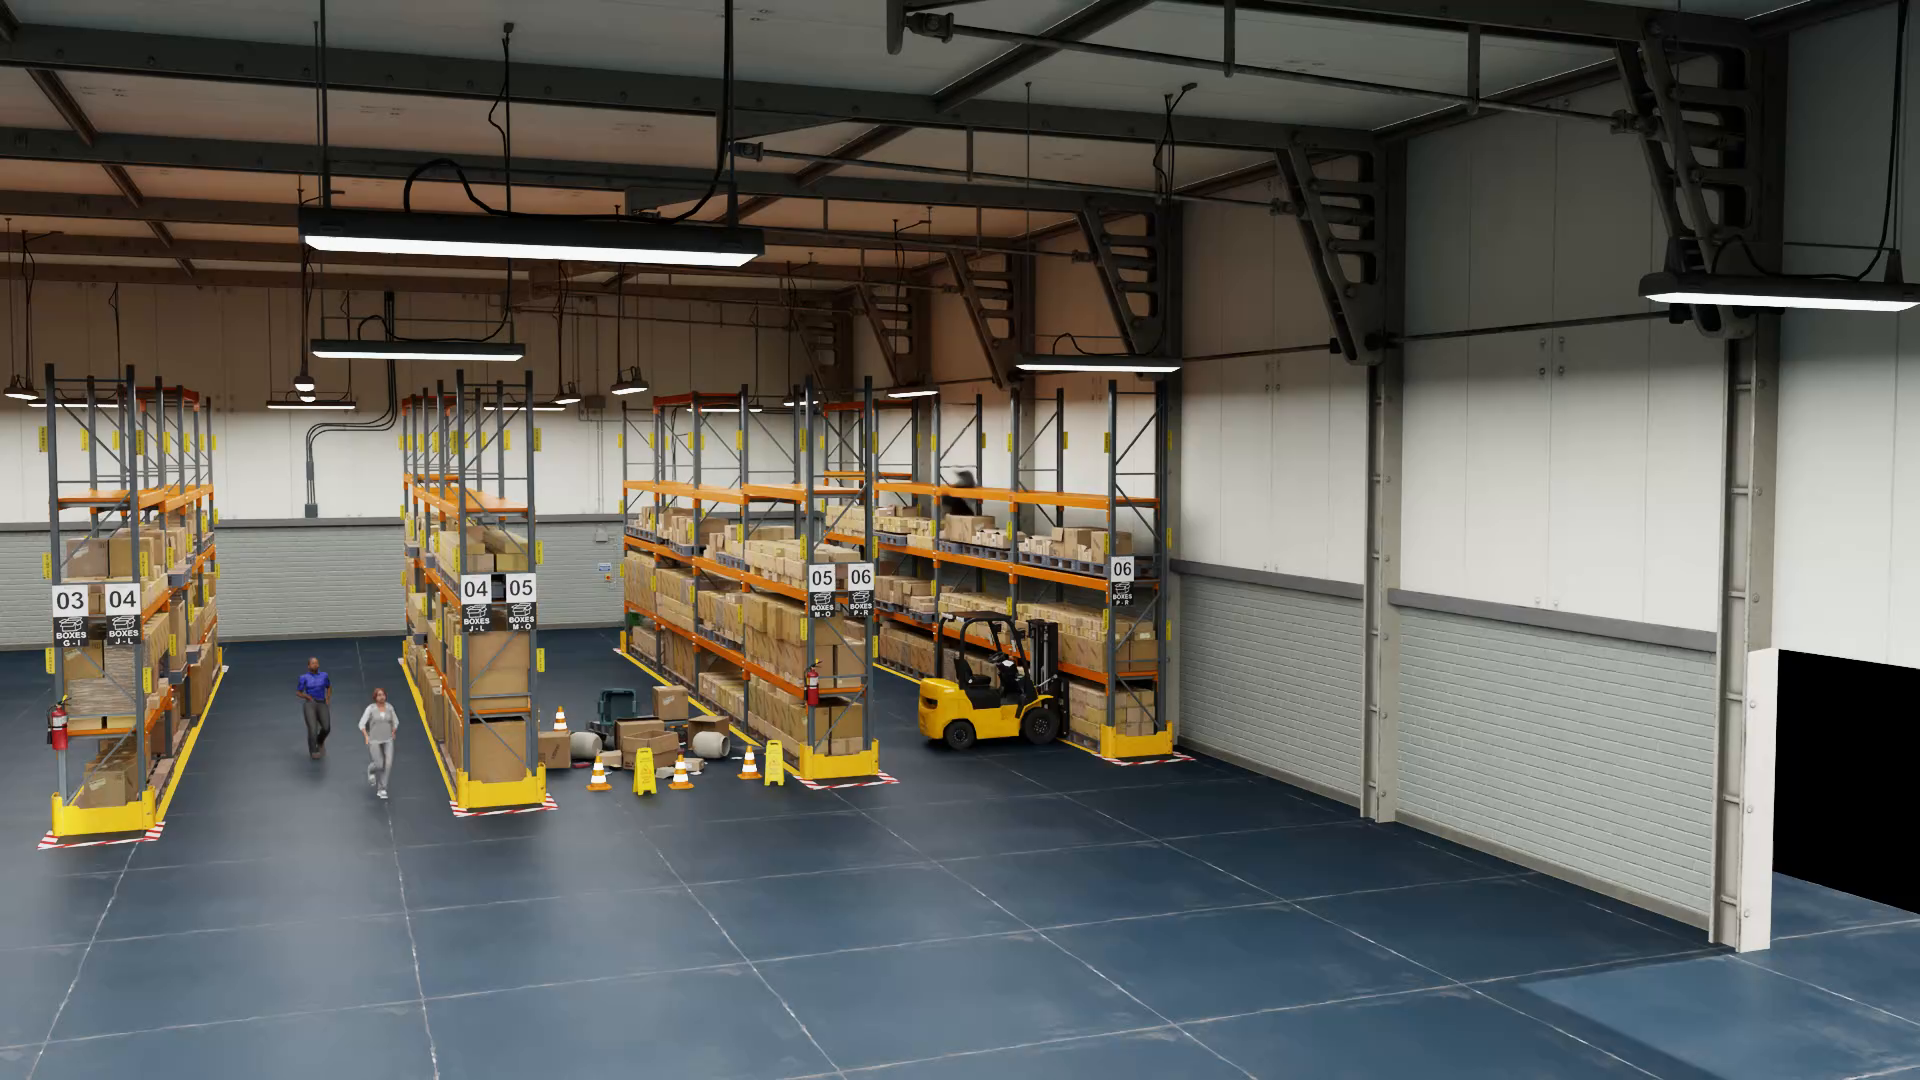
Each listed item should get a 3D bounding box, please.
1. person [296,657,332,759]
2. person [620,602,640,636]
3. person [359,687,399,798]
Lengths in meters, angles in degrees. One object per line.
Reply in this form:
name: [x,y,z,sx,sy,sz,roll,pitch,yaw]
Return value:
person: [-10.154,2.654,26.256,0.565,1.611,0.554,-2,4,-34]
person: [-8.014,1.732,40.788,0.638,1.725,0.697,-1,3,-11]
person: [-8.200,2.859,23.519,0.542,1.558,0.546,-2,4,-34]
